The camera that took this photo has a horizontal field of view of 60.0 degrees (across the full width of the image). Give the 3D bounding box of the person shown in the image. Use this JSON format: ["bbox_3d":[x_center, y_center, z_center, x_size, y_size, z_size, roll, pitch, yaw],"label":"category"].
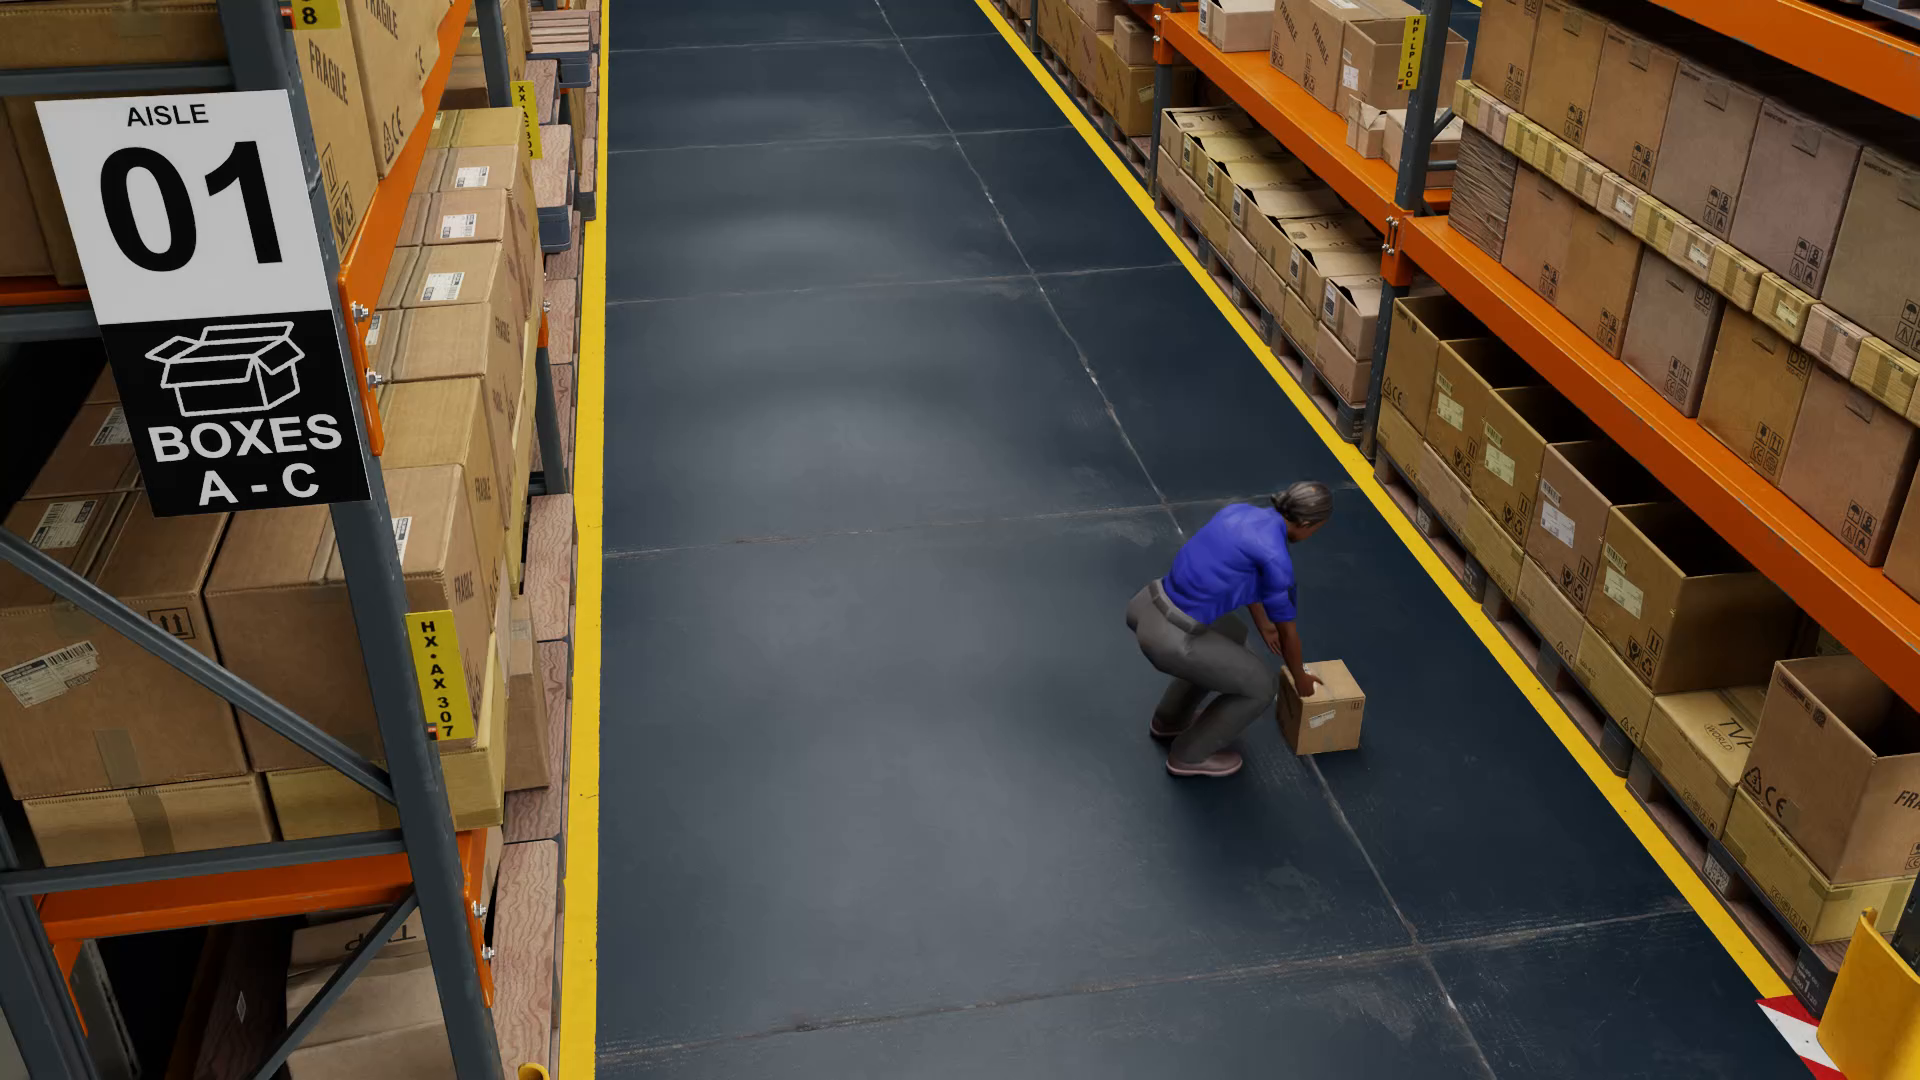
[{"bbox_3d":[0.980,0.308,6.167,0.749,1.106,0.500,-5,31,-9],"label":"person"}]
